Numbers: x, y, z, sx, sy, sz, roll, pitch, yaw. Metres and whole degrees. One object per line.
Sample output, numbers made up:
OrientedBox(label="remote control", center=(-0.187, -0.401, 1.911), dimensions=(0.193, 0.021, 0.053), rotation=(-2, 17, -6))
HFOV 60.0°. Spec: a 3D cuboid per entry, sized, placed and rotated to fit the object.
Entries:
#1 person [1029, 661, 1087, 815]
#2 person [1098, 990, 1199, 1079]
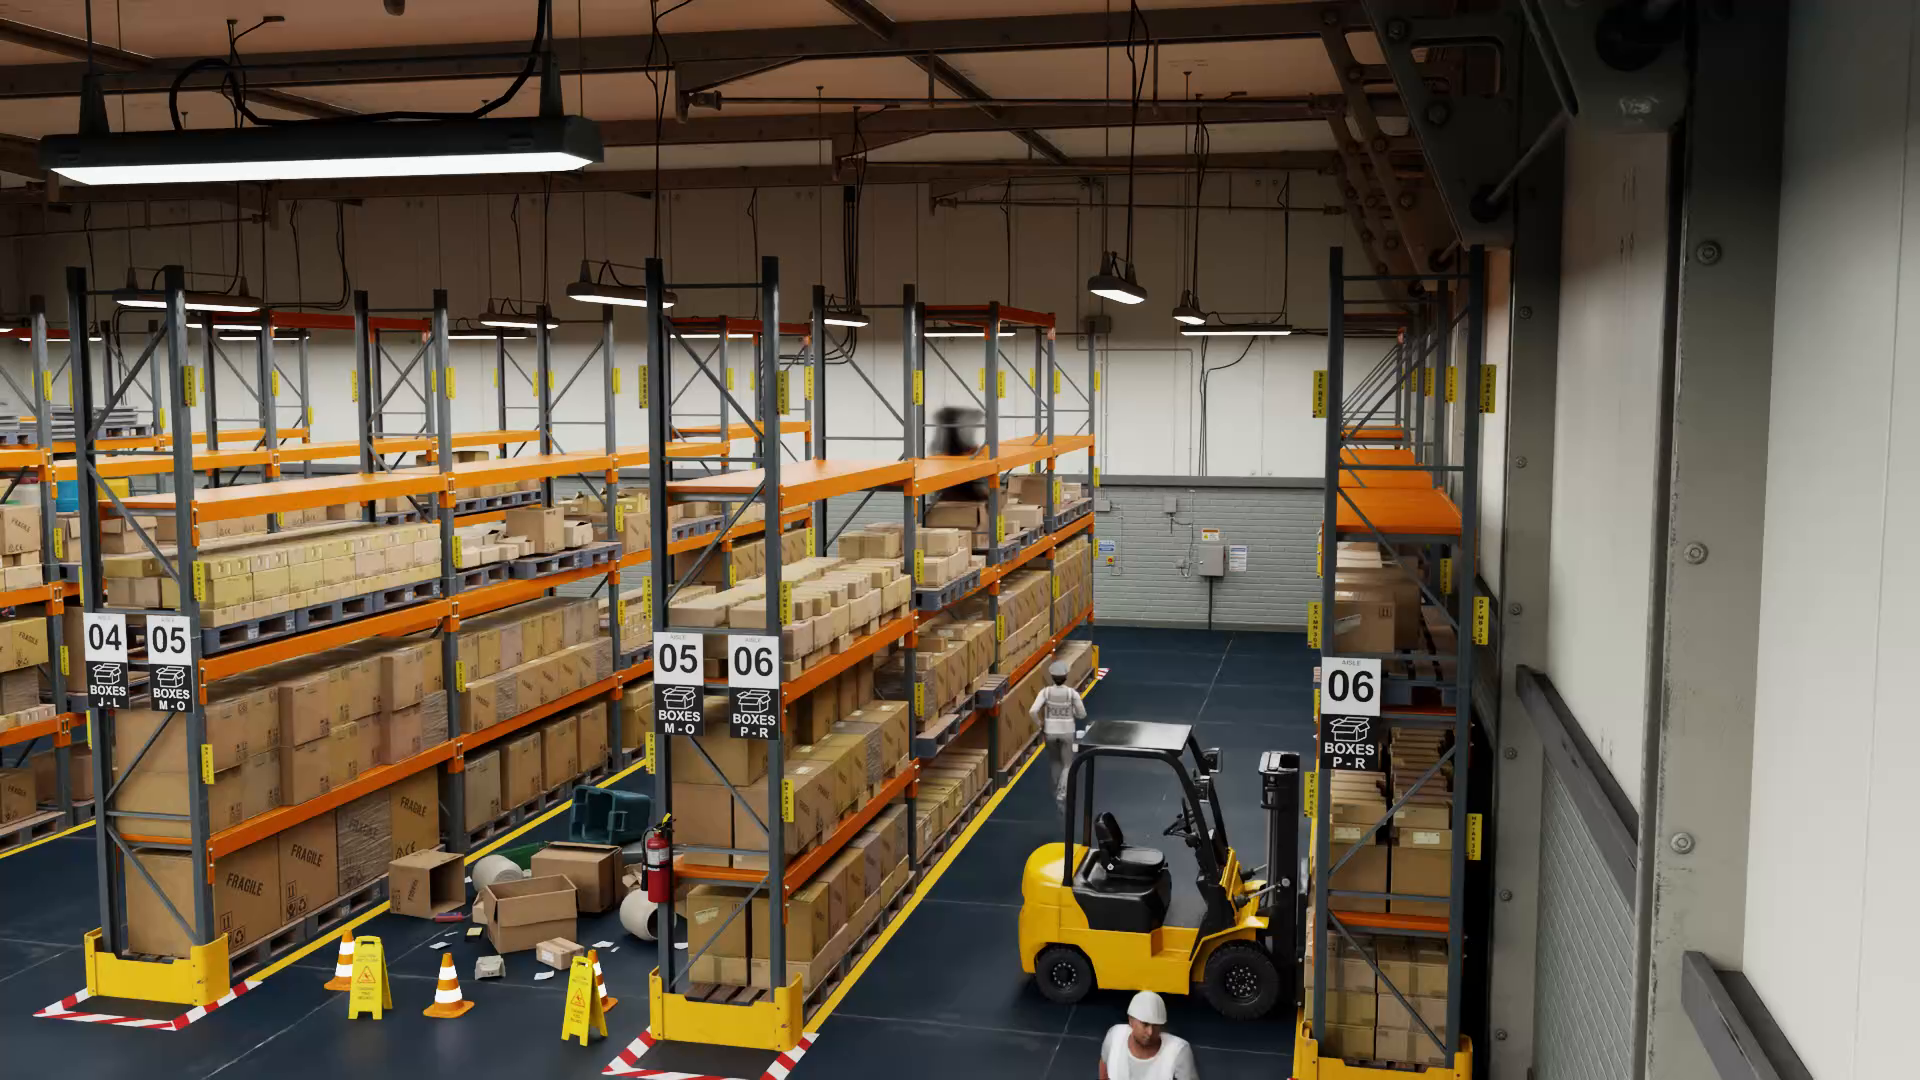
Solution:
OrientedBox(label="person", center=(1.109, 2.193, 18.650), dimensions=(0.619, 1.683, 0.817), rotation=(1, 6, 12))
OrientedBox(label="person", center=(1.032, 3.348, 9.318), dimensions=(0.659, 1.729, 0.817), rotation=(1, 6, 14))
